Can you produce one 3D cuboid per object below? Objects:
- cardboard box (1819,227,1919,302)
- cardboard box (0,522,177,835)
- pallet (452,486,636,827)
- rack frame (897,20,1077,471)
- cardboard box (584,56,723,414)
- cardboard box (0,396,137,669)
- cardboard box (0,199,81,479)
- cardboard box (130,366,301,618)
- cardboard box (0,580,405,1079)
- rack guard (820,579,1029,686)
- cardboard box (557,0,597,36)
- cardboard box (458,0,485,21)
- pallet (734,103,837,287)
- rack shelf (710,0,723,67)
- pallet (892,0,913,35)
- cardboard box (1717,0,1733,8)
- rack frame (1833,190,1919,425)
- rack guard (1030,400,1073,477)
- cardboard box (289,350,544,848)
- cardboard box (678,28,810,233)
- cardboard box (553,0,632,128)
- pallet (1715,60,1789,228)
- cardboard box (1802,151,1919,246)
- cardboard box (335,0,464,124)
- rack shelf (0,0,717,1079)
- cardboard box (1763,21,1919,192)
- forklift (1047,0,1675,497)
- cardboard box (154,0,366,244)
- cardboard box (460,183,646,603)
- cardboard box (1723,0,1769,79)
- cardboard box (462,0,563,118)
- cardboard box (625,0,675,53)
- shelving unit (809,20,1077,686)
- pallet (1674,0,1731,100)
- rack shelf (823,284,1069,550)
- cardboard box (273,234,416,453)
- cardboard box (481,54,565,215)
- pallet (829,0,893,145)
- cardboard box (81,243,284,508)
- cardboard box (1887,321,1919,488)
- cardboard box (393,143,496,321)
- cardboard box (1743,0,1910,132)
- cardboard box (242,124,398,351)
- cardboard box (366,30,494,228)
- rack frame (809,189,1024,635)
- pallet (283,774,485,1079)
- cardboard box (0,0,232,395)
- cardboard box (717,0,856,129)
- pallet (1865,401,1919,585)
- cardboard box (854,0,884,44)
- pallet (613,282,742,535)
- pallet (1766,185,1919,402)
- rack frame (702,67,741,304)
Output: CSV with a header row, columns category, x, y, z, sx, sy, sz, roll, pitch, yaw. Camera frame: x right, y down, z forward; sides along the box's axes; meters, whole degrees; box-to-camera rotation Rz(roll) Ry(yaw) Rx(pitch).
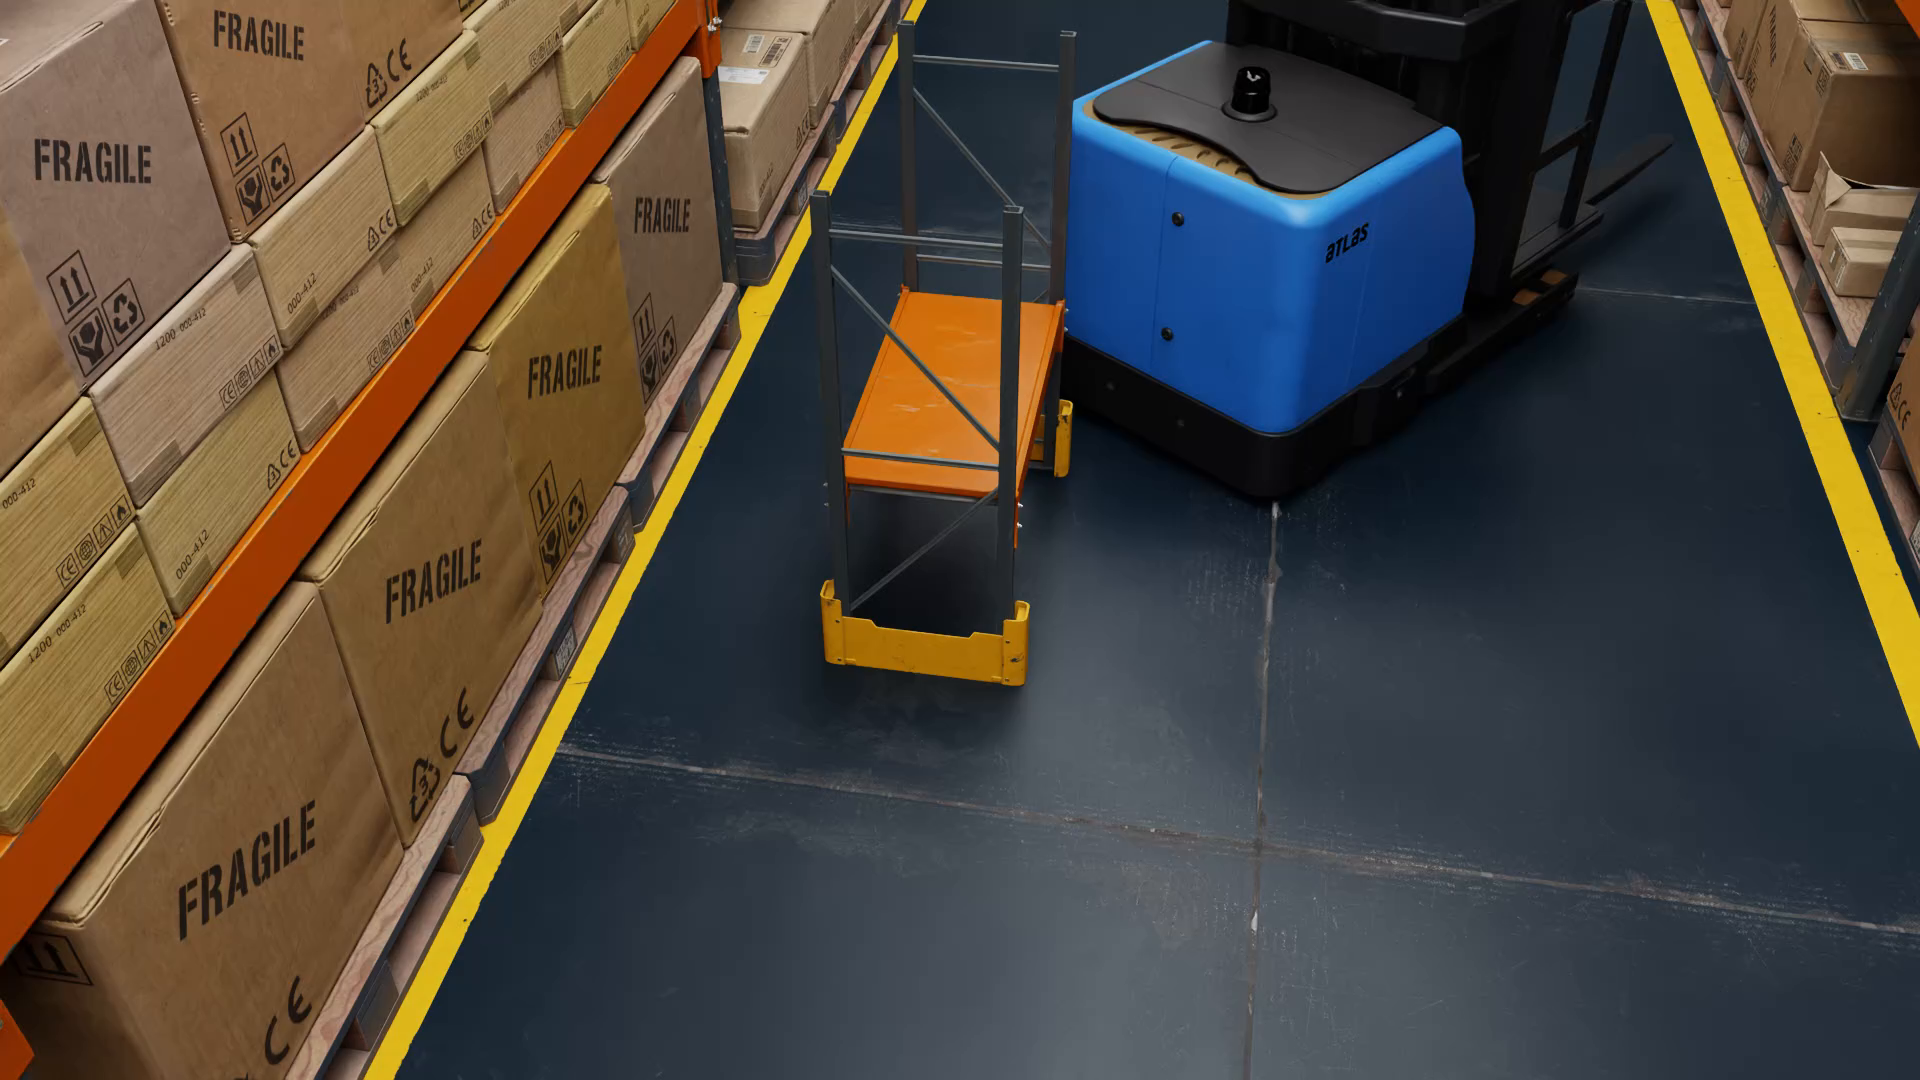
category,x,y,z,sx,sy,sz,roll,pitch,yaw
cardboard box,3.354,-0.995,6.007,0.380,0.149,0.250,5,40,6
cardboard box,-1.702,0.194,2.779,0.500,0.250,0.500,6,40,7
pallet,-1.610,0.241,4.793,1.003,0.211,1.213,6,40,8
rack frame,0.073,-0.844,5.093,0.500,1.500,0.032,6,40,8
cardboard box,-1.371,-1.039,5.491,0.875,0.875,0.875,8,40,9
cardboard box,-1.703,-0.010,2.633,0.500,0.250,0.500,6,40,7
cardboard box,-1.708,-0.290,2.384,0.500,0.500,0.500,5,40,6
cardboard box,-1.630,-0.130,3.171,0.500,0.250,0.500,5,40,6
cardboard box,-1.833,0.649,3.449,0.875,0.875,0.875,6,40,7
rack guard,-0.099,0.264,4.734,0.587,0.250,0.087,6,40,8
cardboard box,-1.258,-1.611,4.570,0.500,0.250,0.500,7,40,9
cardboard box,-1.362,-1.569,3.930,0.500,0.500,0.500,8,40,9
pallet,-1.134,-1.488,6.884,1.003,0.211,1.213,6,40,8
rack shelf,-0.996,-3.072,7.176,1.077,0.370,4.000,6,40,8
pallet,-0.711,-3.020,8.737,1.003,0.211,1.213,6,40,8
cardboard box,4.040,-2.886,8.016,0.797,0.503,0.637,5,40,6
rack frame,3.547,-1.549,4.770,1.000,3.000,0.127,6,40,8
rack guard,0.073,-0.361,5.491,0.587,0.250,0.087,6,40,8
cardboard box,-1.675,0.089,4.126,0.875,0.875,0.875,7,40,8
cardboard box,-1.128,-1.651,6.574,0.875,0.438,0.875,6,40,7
cardboard box,-1.261,-1.408,4.716,0.500,0.250,0.500,6,40,7
pallet,3.876,-1.673,7.109,1.003,0.211,1.213,6,40,8
cardboard box,3.416,-1.264,6.240,0.396,0.266,0.258,8,40,9
cardboard box,-1.436,-1.242,3.535,0.500,0.500,0.500,7,40,8
rack shelf,-1.688,-0.562,4.140,1.077,0.370,4.000,6,40,8
cardboard box,3.674,-1.701,6.586,0.700,0.500,0.500,5,40,6
forklift,1.676,-2.102,5.492,1.130,2.935,3.031,32,49,33
cardboard box,-1.527,-0.926,3.153,0.500,0.500,0.500,7,40,9
cardboard box,-1.519,-0.472,4.804,0.875,0.875,0.875,7,40,9
cardboard box,3.854,-2.353,7.374,0.700,0.500,0.500,8,40,9
cardboard box,-1.342,-1.285,4.176,0.500,0.250,0.500,7,40,9
cardboard box,-1.172,-1.727,5.103,0.500,0.250,0.500,5,40,7
shelving unit,-0.013,-0.530,4.714,0.587,1.500,1.083,6,40,8
pallet,4.089,-2.437,8.032,1.003,0.211,1.213,6,40,8
rack shelf,-0.015,-0.386,4.822,0.538,0.185,1.000,6,40,8
cardboard box,-1.534,-0.458,3.568,0.500,0.250,0.500,8,40,9
cardboard box,-1.367,-1.093,4.336,0.500,0.250,0.500,5,40,6
pallet,-0.925,-2.256,7.813,1.003,0.211,1.213,6,40,8
cardboard box,-1.613,-0.334,3.025,0.500,0.250,0.500,7,40,9
cardboard box,3.242,-0.469,5.095,0.500,0.500,0.500,8,40,10
cardboard box,-1.452,-0.769,3.943,0.500,0.250,0.500,6,40,8
cardboard box,3.664,-2.032,6.986,0.500,0.500,0.500,7,40,8
cardboard box,-1.515,-0.645,3.402,0.500,0.250,0.500,6,40,8
cardboard box,-1.414,-0.962,3.785,0.500,0.250,0.500,7,40,8
rack frame,-0.103,-0.205,4.321,0.500,1.500,0.032,6,40,8
pallet,-1.824,1.004,3.870,1.003,0.211,1.213,6,40,8
cardboard box,-1.632,-0.603,2.762,0.500,0.500,0.500,7,40,8
cardboard box,-0.974,-2.213,7.254,0.875,0.438,0.875,5,40,6
pallet,3.444,0.040,5.036,1.003,0.211,1.213,6,40,8
cardboard box,-0.816,-2.779,7.938,0.875,0.438,0.875,7,40,9
pallet,-1.402,-0.527,5.722,1.003,0.211,1.213,6,40,8
pallet,3.667,-0.905,6.180,1.003,0.211,1.213,6,40,8
rack frame,-1.342,-2.094,5.429,1.000,3.000,0.127,6,40,8
